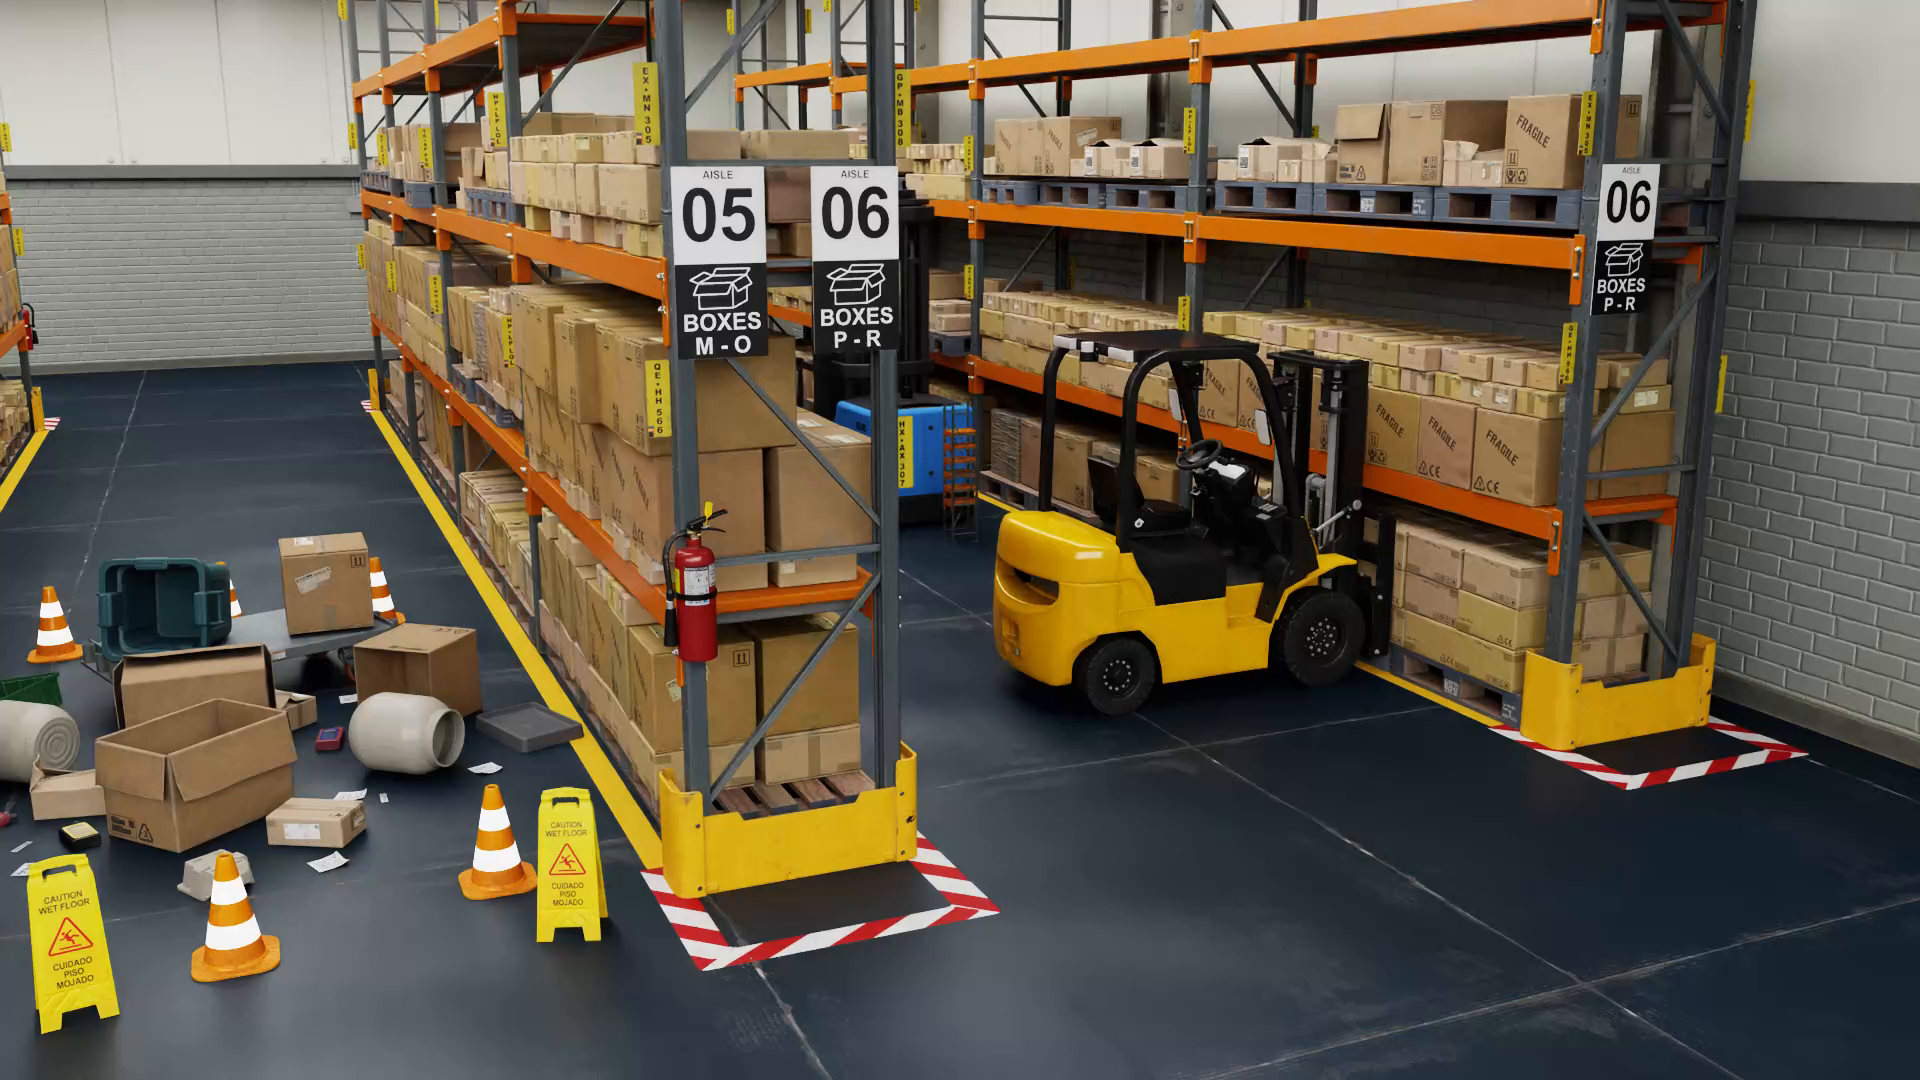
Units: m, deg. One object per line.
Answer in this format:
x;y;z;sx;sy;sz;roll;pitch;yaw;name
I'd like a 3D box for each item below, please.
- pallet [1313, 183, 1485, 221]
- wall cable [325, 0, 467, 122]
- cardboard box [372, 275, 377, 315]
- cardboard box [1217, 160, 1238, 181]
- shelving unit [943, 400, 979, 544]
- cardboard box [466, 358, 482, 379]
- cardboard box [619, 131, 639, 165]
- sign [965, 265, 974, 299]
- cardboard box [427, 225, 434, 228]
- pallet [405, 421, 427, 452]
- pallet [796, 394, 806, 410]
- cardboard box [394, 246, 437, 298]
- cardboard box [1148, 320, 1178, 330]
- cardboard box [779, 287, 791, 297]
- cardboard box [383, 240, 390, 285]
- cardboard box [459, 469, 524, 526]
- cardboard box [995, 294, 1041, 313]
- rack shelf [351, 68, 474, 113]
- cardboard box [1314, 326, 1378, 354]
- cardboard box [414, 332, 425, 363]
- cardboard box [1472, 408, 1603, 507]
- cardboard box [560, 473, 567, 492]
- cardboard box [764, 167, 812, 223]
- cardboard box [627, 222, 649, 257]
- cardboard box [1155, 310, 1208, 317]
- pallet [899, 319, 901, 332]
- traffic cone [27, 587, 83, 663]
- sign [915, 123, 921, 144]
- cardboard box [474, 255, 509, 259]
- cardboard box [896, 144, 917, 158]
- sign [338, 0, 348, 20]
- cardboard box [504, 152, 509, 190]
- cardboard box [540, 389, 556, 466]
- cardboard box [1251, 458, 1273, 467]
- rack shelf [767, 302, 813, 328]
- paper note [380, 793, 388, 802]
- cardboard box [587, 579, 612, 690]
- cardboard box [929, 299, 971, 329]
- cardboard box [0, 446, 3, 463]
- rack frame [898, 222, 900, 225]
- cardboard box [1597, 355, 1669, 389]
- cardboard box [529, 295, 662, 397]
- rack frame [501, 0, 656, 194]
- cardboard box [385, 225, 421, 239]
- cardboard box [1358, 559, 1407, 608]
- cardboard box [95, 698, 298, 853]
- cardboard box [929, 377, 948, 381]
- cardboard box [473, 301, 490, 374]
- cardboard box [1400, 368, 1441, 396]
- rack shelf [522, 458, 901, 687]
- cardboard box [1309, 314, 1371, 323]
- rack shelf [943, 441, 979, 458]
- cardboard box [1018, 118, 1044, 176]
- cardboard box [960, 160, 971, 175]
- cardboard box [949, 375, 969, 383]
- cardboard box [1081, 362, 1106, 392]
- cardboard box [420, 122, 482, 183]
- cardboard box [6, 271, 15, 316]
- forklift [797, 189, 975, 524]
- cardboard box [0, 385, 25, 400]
3.038;-2.193;10.737;1.003;0.211;1.213;-6;14;-23;pallet
-9.013;-7.370;26.258;2.355;3.000;0.029;-6;14;-23;wall cable
-7.009;-3.052;20.683;0.500;0.500;0.500;-6;14;-24;cardboard box
2.089;-2.672;12.016;0.380;0.149;0.250;-5;14;-22;cardboard box
0.006;-0.582;14.222;0.258;1.200;0.189;-6;14;-23;shelving unit
-3.761;-1.395;13.371;0.380;0.149;0.250;-6;14;-23;cardboard box
-1.350;-1.803;7.645;0.380;0.149;0.250;-6;14;-24;cardboard box
0.092;-2.501;16.133;0.100;0.325;0.005;-6;14;-23;sign
-6.010;-3.604;19.411;0.380;0.149;0.250;-6;14;-23;cardboard box
-5.797;-1.210;19.128;1.003;0.211;1.213;-6;14;-23;pallet
-1.784;-1.889;22.064;1.003;0.211;1.213;-6;14;-23;pallet
-5.651;-2.823;17.476;0.500;0.500;0.500;-5;14;-22;cardboard box
1.727;-1.667;13.261;0.380;0.149;0.250;-6;14;-24;cardboard box
-2.052;-3.321;21.740;0.500;0.250;0.500;-6;14;-24;cardboard box
-6.202;-3.118;18.750;0.500;0.500;0.500;-6;14;-24;cardboard box
-3.744;-0.384;14.275;0.950;0.372;0.625;-7;15;-27;cardboard box
0.551;-2.244;15.753;0.380;0.149;0.250;-5;14;-22;cardboard box
-6.365;-5.195;19.340;1.077;0.370;4.000;-6;14;-23;rack shelf
2.632;-1.358;11.267;0.380;0.149;0.250;-6;14;-23;cardboard box
-5.038;-1.898;16.251;0.500;0.250;0.500;-6;14;-24;cardboard box
3.352;-0.501;9.659;0.500;0.500;0.500;-6;14;-24;cardboard box
-2.177;-0.381;9.920;0.380;0.149;0.250;-5;14;-21;cardboard box
-0.714;-1.586;7.591;0.500;0.250;0.500;-6;14;-24;cardboard box
-1.286;-1.361;7.501;0.380;0.149;0.250;-6;14;-23;cardboard box
1.887;-1.874;14.152;0.380;0.149;0.250;-6;14;-23;cardboard box
-0.198;-2.335;18.230;1.003;0.211;1.213;-6;14;-23;pallet
-6.008;0.539;11.014;0.336;0.463;0.334;-6;14;-23;traffic cone
-0.510;-4.809;19.824;0.100;0.325;0.005;-6;14;-23;sign
-4.336;-2.447;15.853;0.500;0.500;0.500;-5;14;-21;cardboard box
-0.629;-4.176;17.854;0.380;0.149;0.250;-6;14;-23;cardboard box
-7.677;-6.637;20.665;0.100;0.325;0.005;-6;14;-23;sign
-2.726;-2.452;11.060;0.500;0.250;0.500;-6;14;-24;cardboard box
-2.216;-0.727;9.978;0.500;0.500;0.500;-6;14;-23;cardboard box
2.562;-0.468;12.690;0.500;0.250;0.500;-5;14;-22;cardboard box
-1.818;-2.916;21.912;1.077;0.370;4.000;-6;14;-23;rack shelf
-2.977;1.332;8.592;0.032;0.001;0.123;-6;14;-23;paper note
-1.725;0.490;9.102;0.500;0.500;0.500;-6;14;-24;cardboard box
-0.134;-2.347;17.260;0.500;0.250;0.500;-6;14;-26;cardboard box
-9.910;-0.856;16.807;0.380;0.149;0.250;-6;14;-25;cardboard box
-1.017;-2.853;20.045;1.000;3.000;0.127;-6;14;-23;rack frame
3.851;-0.972;9.598;0.380;0.149;0.250;-6;14;-24;cardboard box
-2.021;-1.108;9.405;0.700;0.500;0.500;-6;14;-24;cardboard box
-2.359;-3.674;10.287;1.000;3.000;0.127;-6;14;-23;rack frame
-6.433;-3.561;19.224;0.380;0.149;0.250;-6;14;-24;cardboard box
2.891;0.236;10.757;0.500;0.250;0.500;-6;14;-24;cardboard box
-3.780;1.157;8.254;0.637;0.503;0.797;6;14;26;cardboard box
-0.350;-1.685;18.172;0.380;0.149;0.250;-6;14;-26;cardboard box
-3.366;-1.542;12.567;0.500;0.500;0.500;-6;14;-25;cardboard box
2.978;-0.997;10.367;0.380;0.149;0.250;-6;14;-25;cardboard box
-1.558;0.012;9.259;1.077;0.370;4.000;-6;14;-23;rack shelf
2.773;-1.562;12.148;0.380;0.149;0.250;-6;14;-23;cardboard box
0.006;-0.772;14.178;0.258;0.103;0.180;-6;14;-23;rack shelf
0.946;-3.523;14.913;0.700;0.500;0.500;-6;14;-24;cardboard box
0.222;-3.661;16.331;0.380;0.149;0.250;-5;14;-22;cardboard box
0.095;-1.728;18.357;0.380;0.149;0.250;-6;14;-23;cardboard box
1.368;-1.416;14.170;0.500;0.250;0.500;-6;14;-23;cardboard box
-4.251;-3.358;14.414;0.797;0.503;0.637;-7;15;-26;cardboard box
-11.044;-2.780;18.846;0.500;0.500;0.500;-6;14;-24;cardboard box
-0.962;-1.835;15.797;1.130;2.935;3.031;-6;14;-25;forklift
-10.949;-1.682;19.058;0.380;0.149;0.250;-6;14;-24;cardboard box
